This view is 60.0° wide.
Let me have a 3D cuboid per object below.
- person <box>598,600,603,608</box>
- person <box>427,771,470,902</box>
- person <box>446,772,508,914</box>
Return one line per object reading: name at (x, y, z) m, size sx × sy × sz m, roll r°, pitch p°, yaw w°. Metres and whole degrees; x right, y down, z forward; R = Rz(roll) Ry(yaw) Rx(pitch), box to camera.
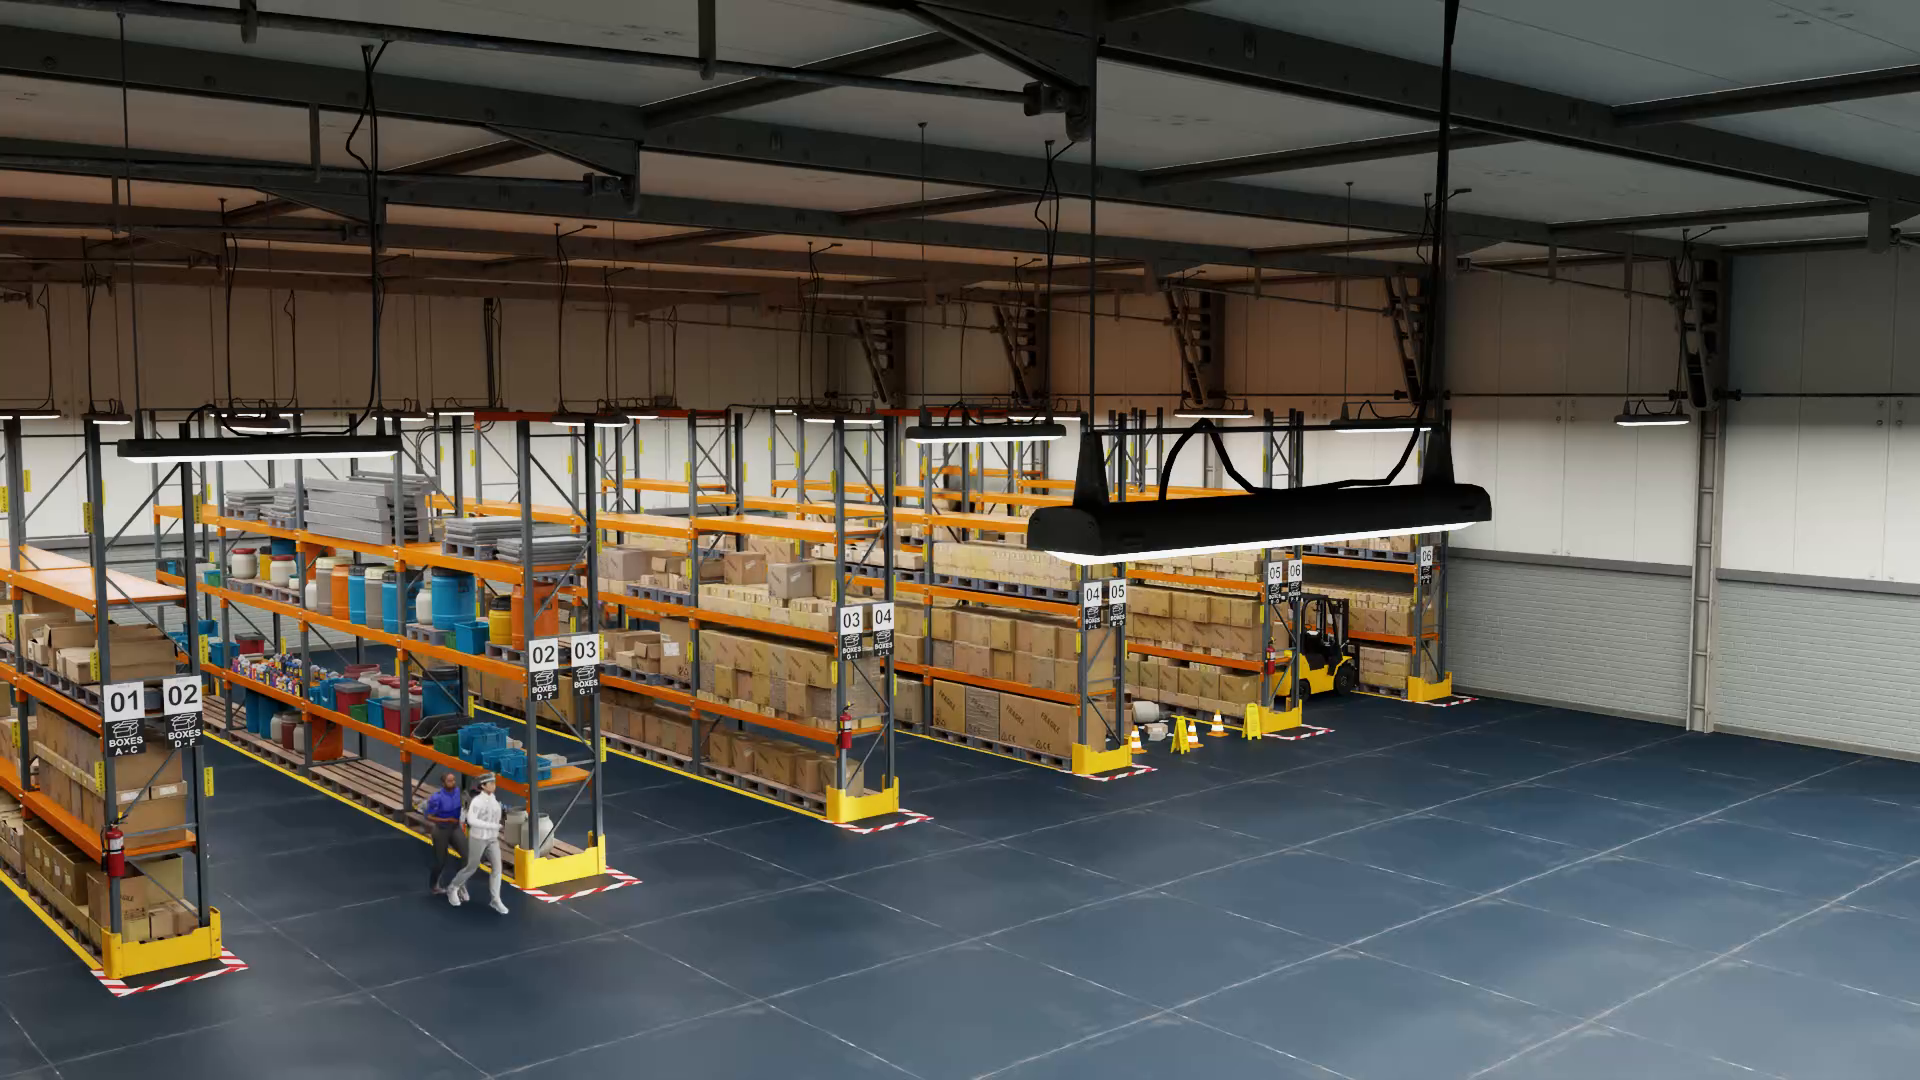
person at (-8.877, 1.989, 40.904) m, size 0.572 × 1.557 × 0.596 m, roll 3°, pitch 6°, yaw 35°
person at (-6.408, 3.701, 20.792) m, size 0.769 × 1.676 × 0.597 m, roll 4°, pitch 7°, yaw 41°
person at (-5.880, 3.689, 20.484) m, size 0.905 × 1.687 × 0.644 m, roll 2°, pitch 5°, yaw 21°
